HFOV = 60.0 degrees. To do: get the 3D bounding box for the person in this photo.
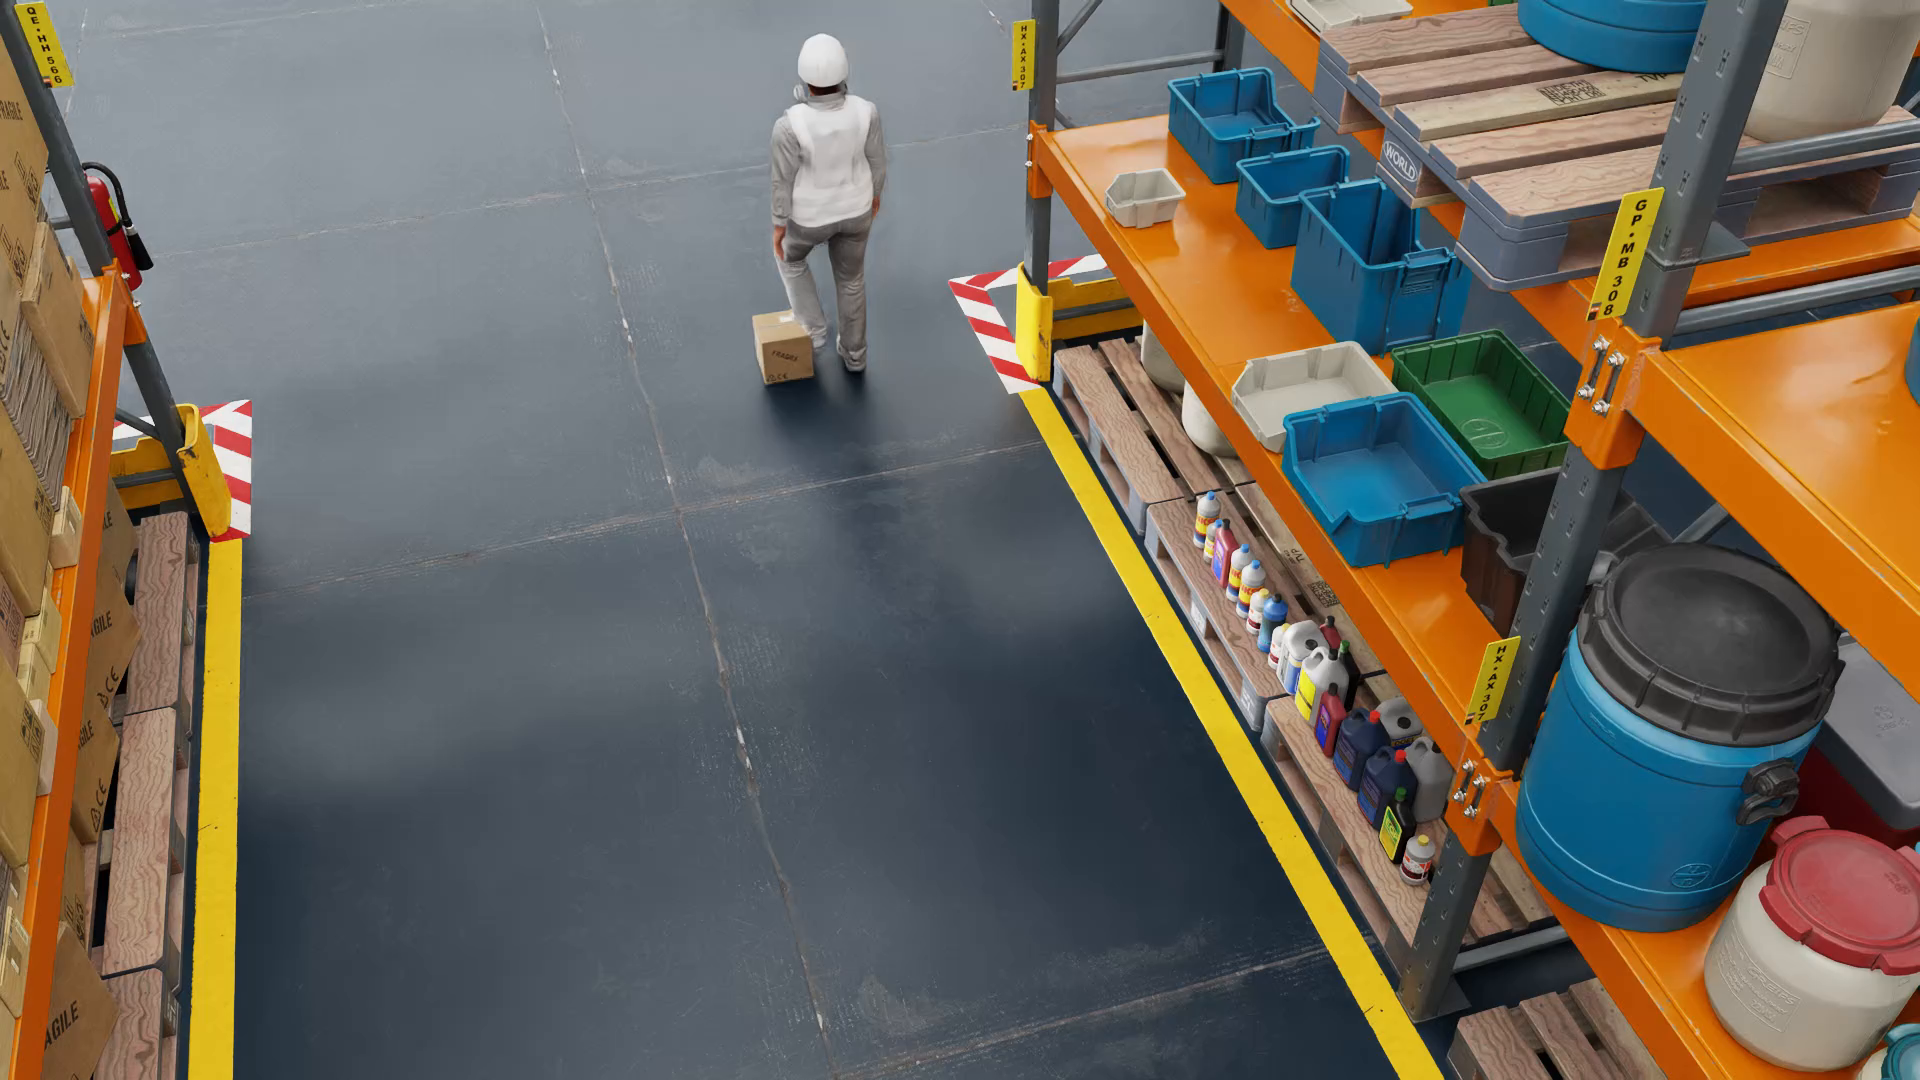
[{"bbox_3d":[-0.644,-1.584,7.910,0.584,1.821,0.494,-14,44,-15],"label":"person"}]
